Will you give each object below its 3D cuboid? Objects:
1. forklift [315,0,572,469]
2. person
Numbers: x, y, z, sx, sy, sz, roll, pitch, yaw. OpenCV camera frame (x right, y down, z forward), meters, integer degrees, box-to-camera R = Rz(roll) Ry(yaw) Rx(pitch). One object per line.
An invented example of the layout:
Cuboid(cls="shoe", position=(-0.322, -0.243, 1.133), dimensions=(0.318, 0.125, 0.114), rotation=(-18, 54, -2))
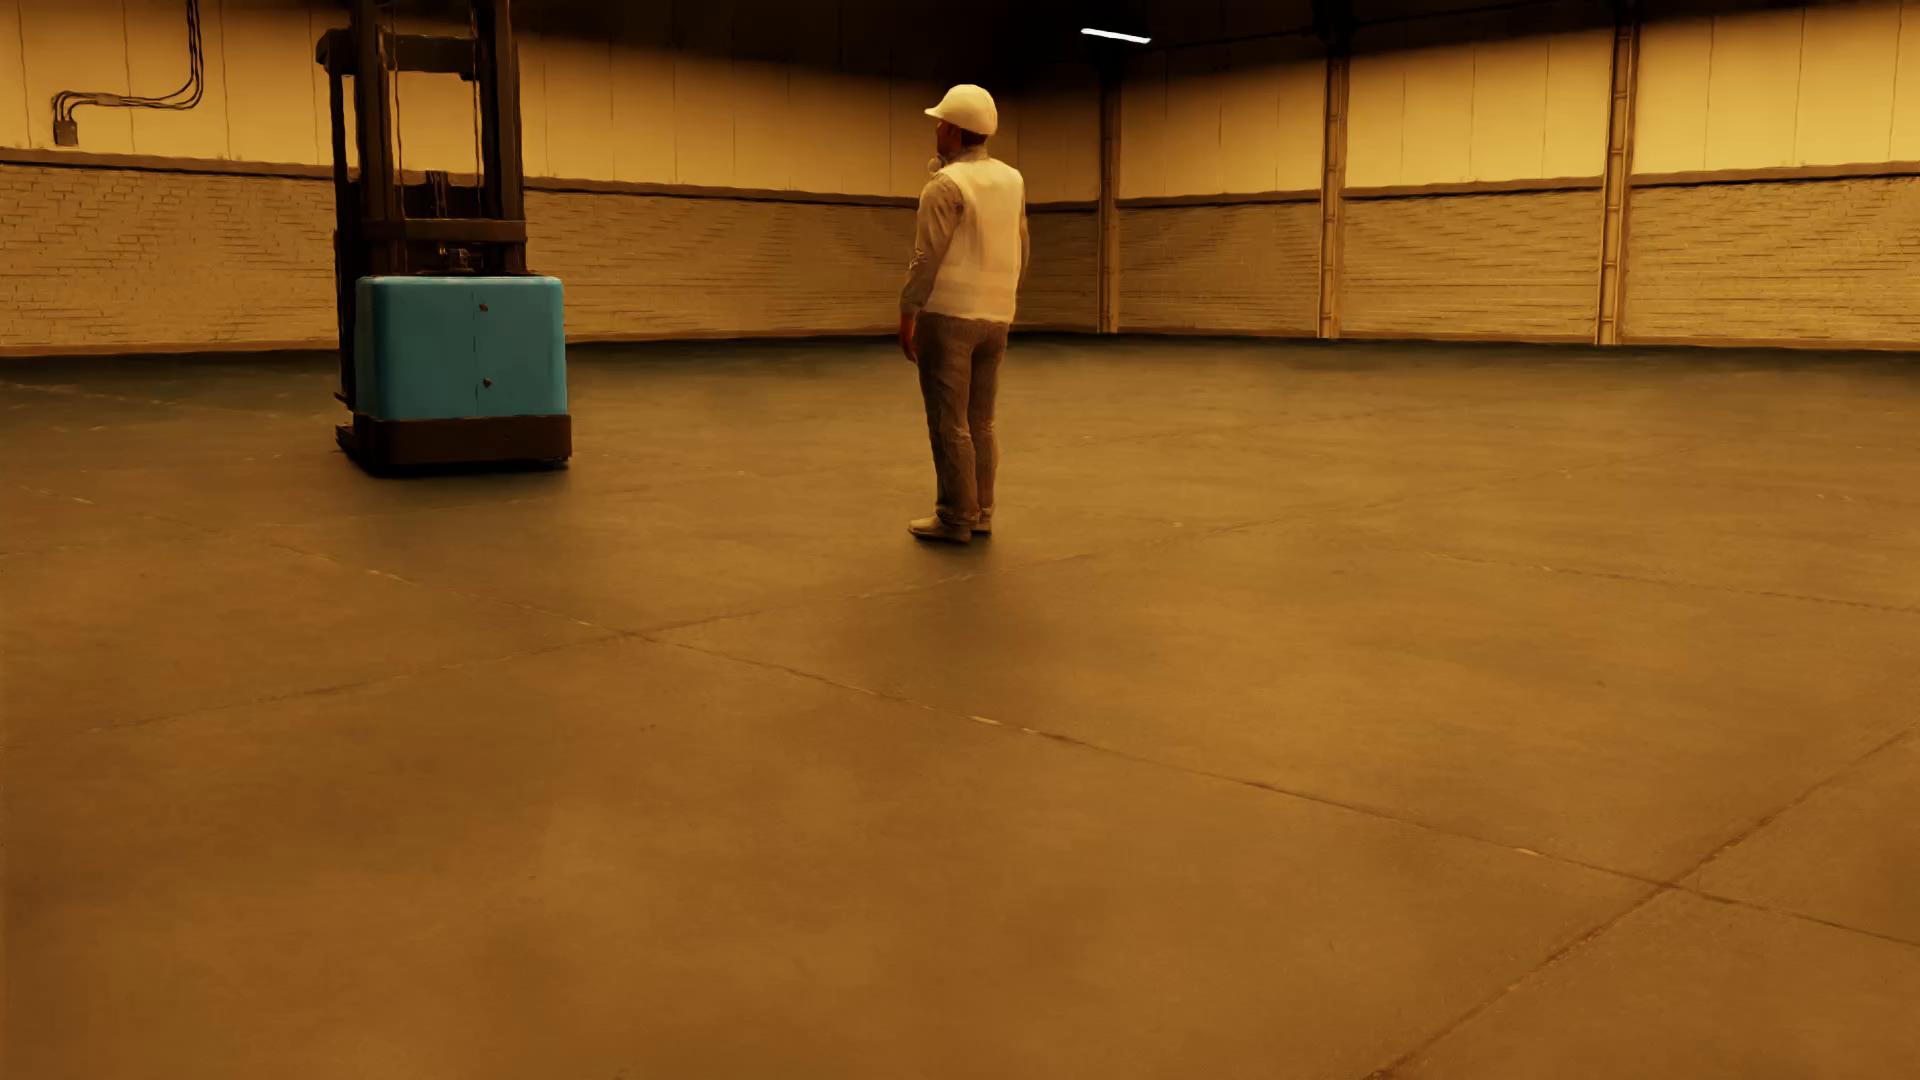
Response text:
Cuboid(cls="forklift", position=(-3.296, -2.014, 10.252), dimensions=(1.130, 2.935, 3.031), rotation=(-4, 10, -26))
Cuboid(cls="person", position=(-0.039, -0.892, 6.633), dimensions=(0.567, 1.773, 0.632), rotation=(8, 12, 43))
